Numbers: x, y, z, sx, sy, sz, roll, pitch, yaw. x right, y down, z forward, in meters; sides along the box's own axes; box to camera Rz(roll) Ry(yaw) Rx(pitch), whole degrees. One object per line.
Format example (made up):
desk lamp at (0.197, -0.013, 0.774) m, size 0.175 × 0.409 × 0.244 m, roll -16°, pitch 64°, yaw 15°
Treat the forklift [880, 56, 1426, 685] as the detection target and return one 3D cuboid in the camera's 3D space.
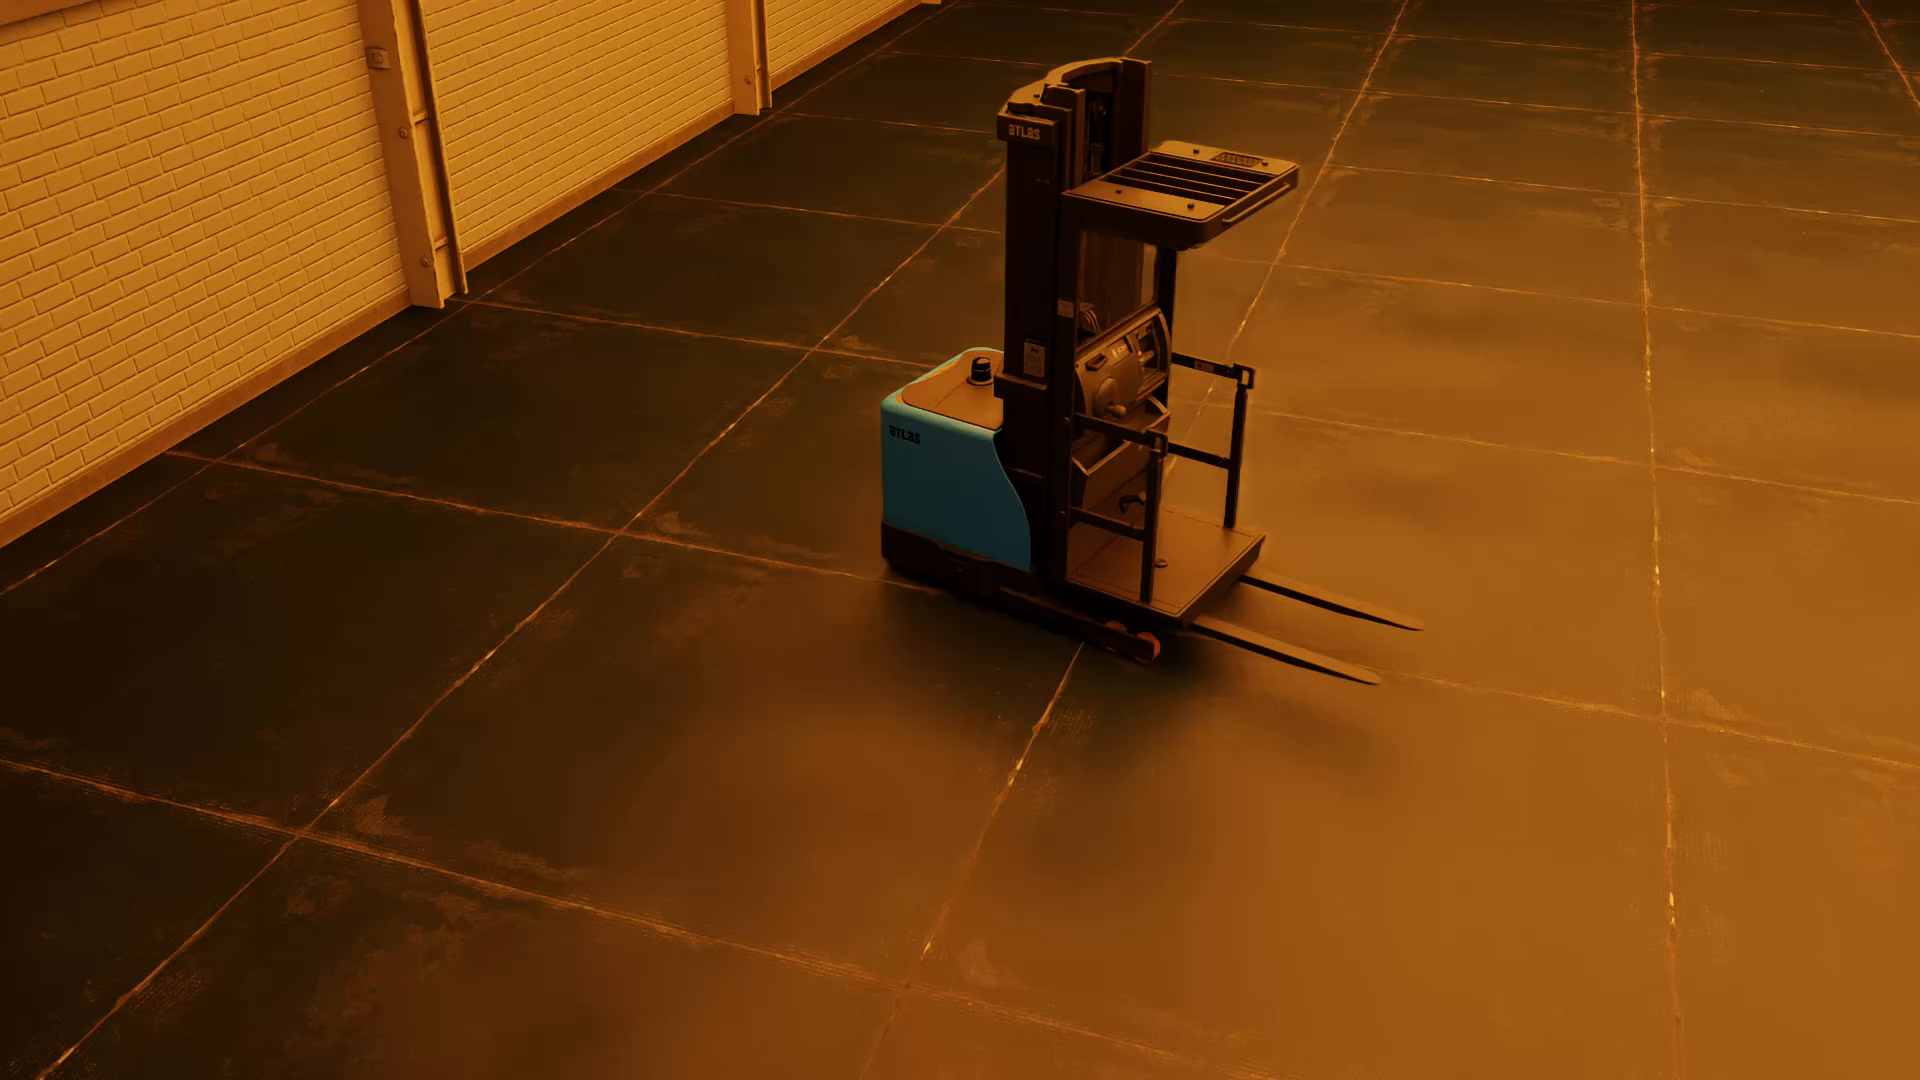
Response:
forklift at (1.042, -0.911, 8.735) m, size 3.031 × 2.935 × 1.130 m, roll 19°, pitch 35°, yaw 29°
